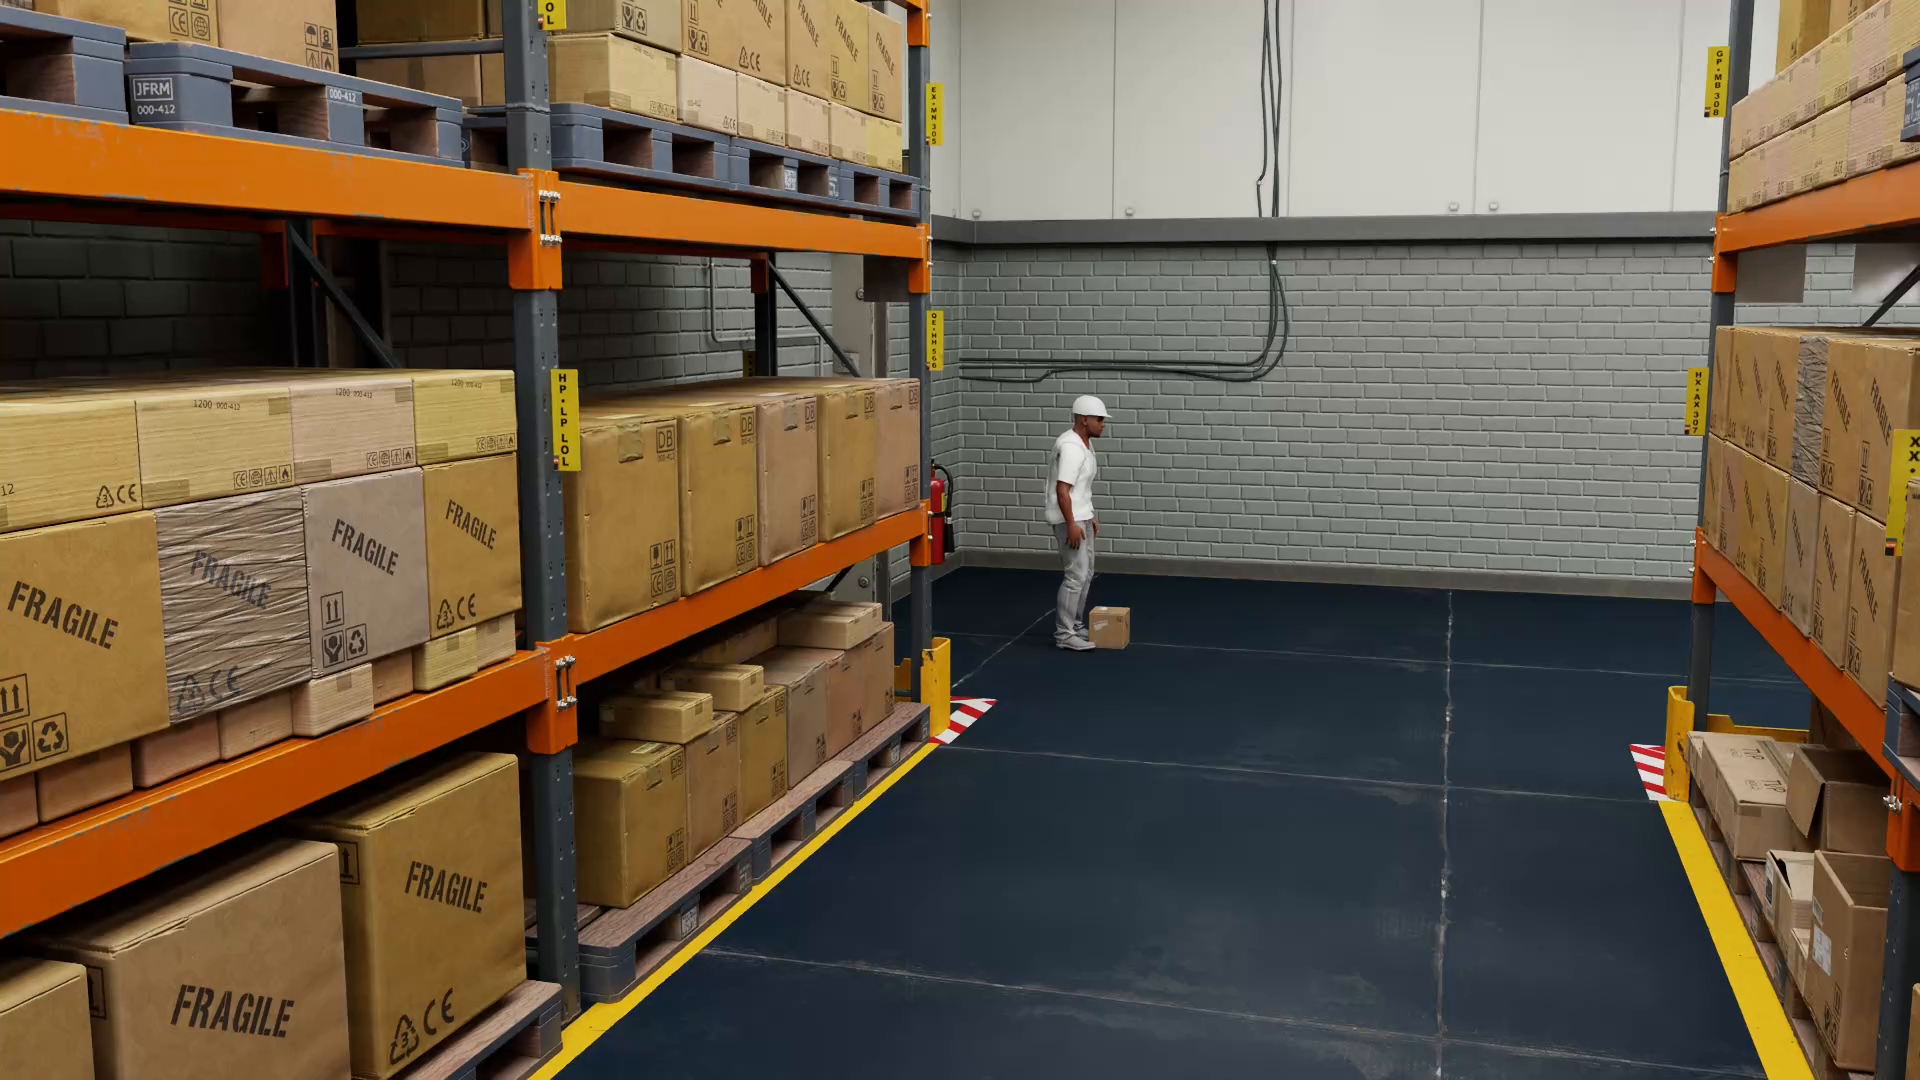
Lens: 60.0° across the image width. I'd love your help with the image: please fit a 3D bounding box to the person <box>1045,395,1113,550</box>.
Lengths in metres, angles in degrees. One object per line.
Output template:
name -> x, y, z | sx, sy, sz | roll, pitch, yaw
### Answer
person -> 0.832, -0.483, 11.639 | 0.456, 1.057, 0.627 | 2, 9, 17
